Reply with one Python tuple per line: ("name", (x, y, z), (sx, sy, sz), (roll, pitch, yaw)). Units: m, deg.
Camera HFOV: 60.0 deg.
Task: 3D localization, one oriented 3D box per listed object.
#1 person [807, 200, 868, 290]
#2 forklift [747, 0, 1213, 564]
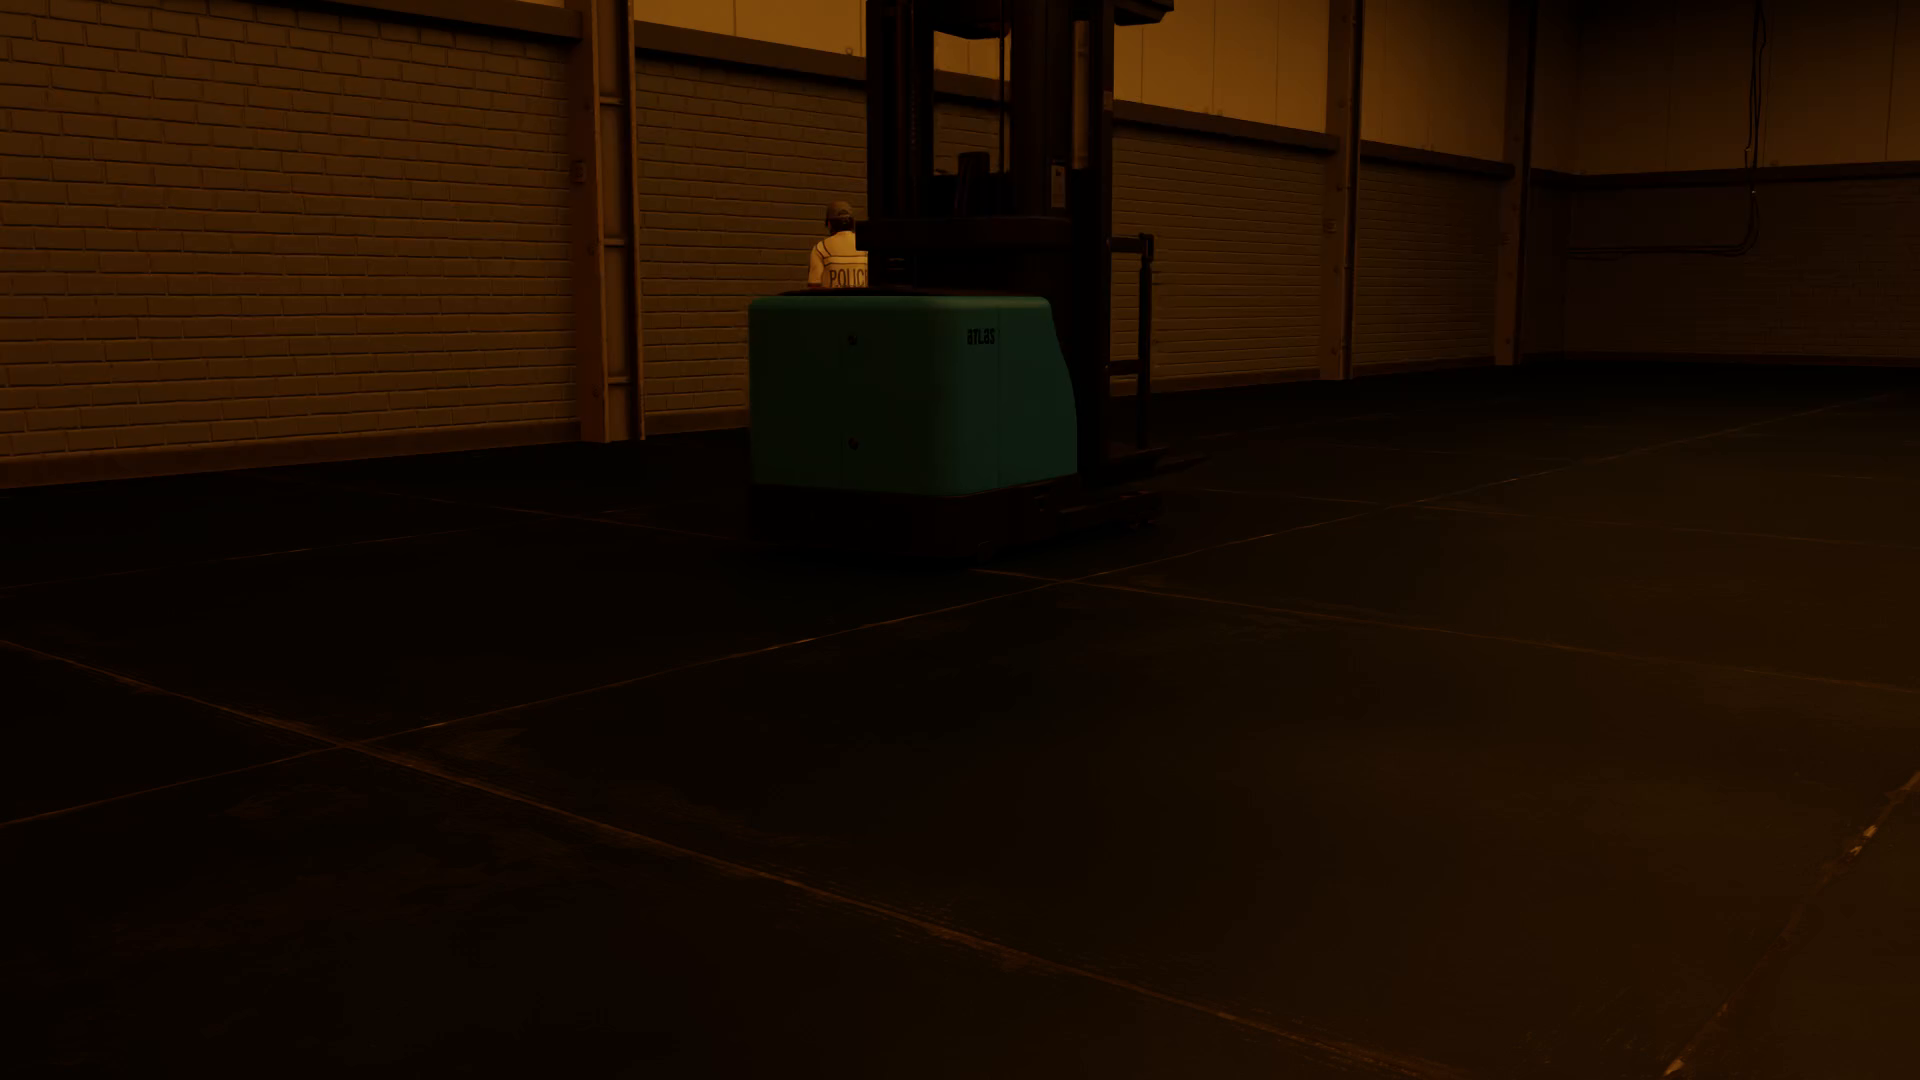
("person", (-0.696, -1.273, 10.368), (0.547, 1.664, 0.470), (-2, 9, -13))
("forklift", (0.305, -1.529, 7.731), (1.130, 2.935, 3.031), (5, 10, 31))
